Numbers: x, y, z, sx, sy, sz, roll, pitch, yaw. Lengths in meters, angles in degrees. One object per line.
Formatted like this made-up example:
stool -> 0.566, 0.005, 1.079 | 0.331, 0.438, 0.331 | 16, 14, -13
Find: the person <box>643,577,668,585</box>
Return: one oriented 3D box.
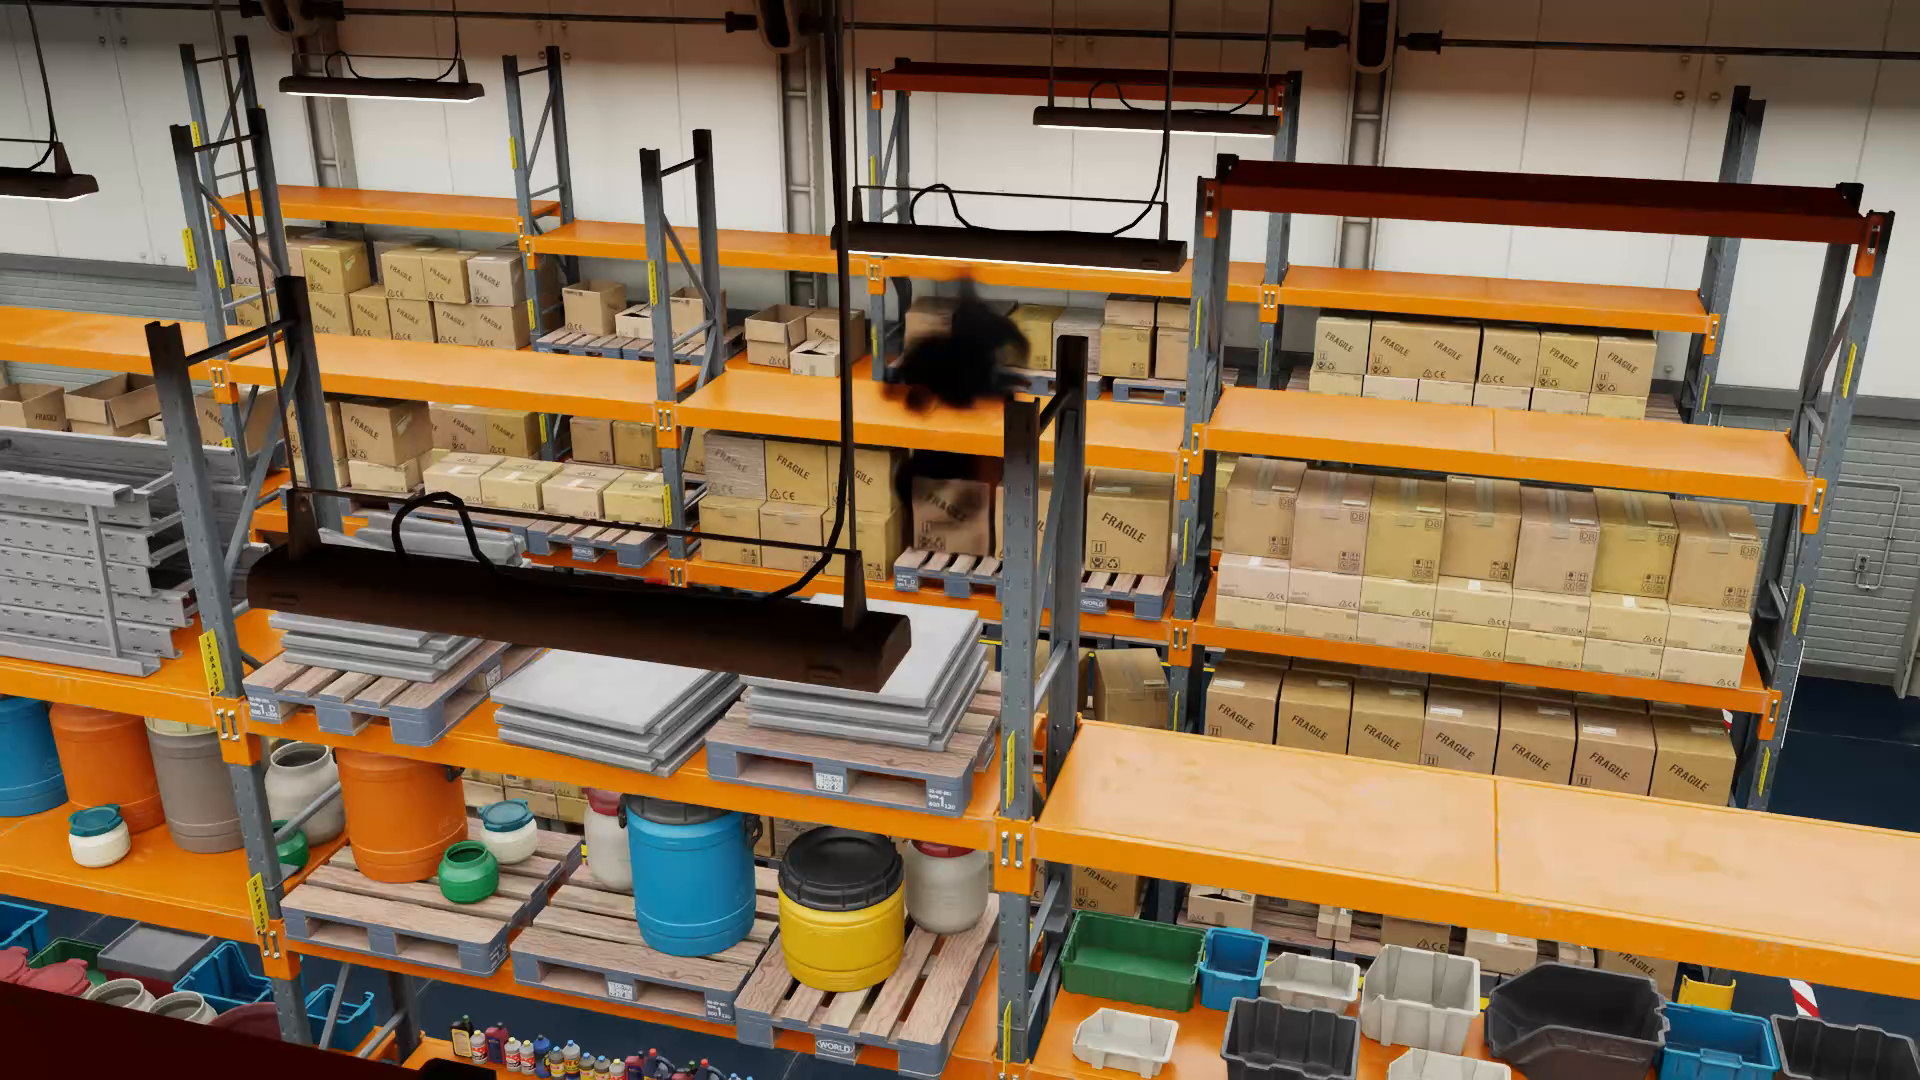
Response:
person -> -2.981, 0.848, 16.513 | 0.765, 1.782, 0.638 | 3, 23, 8
